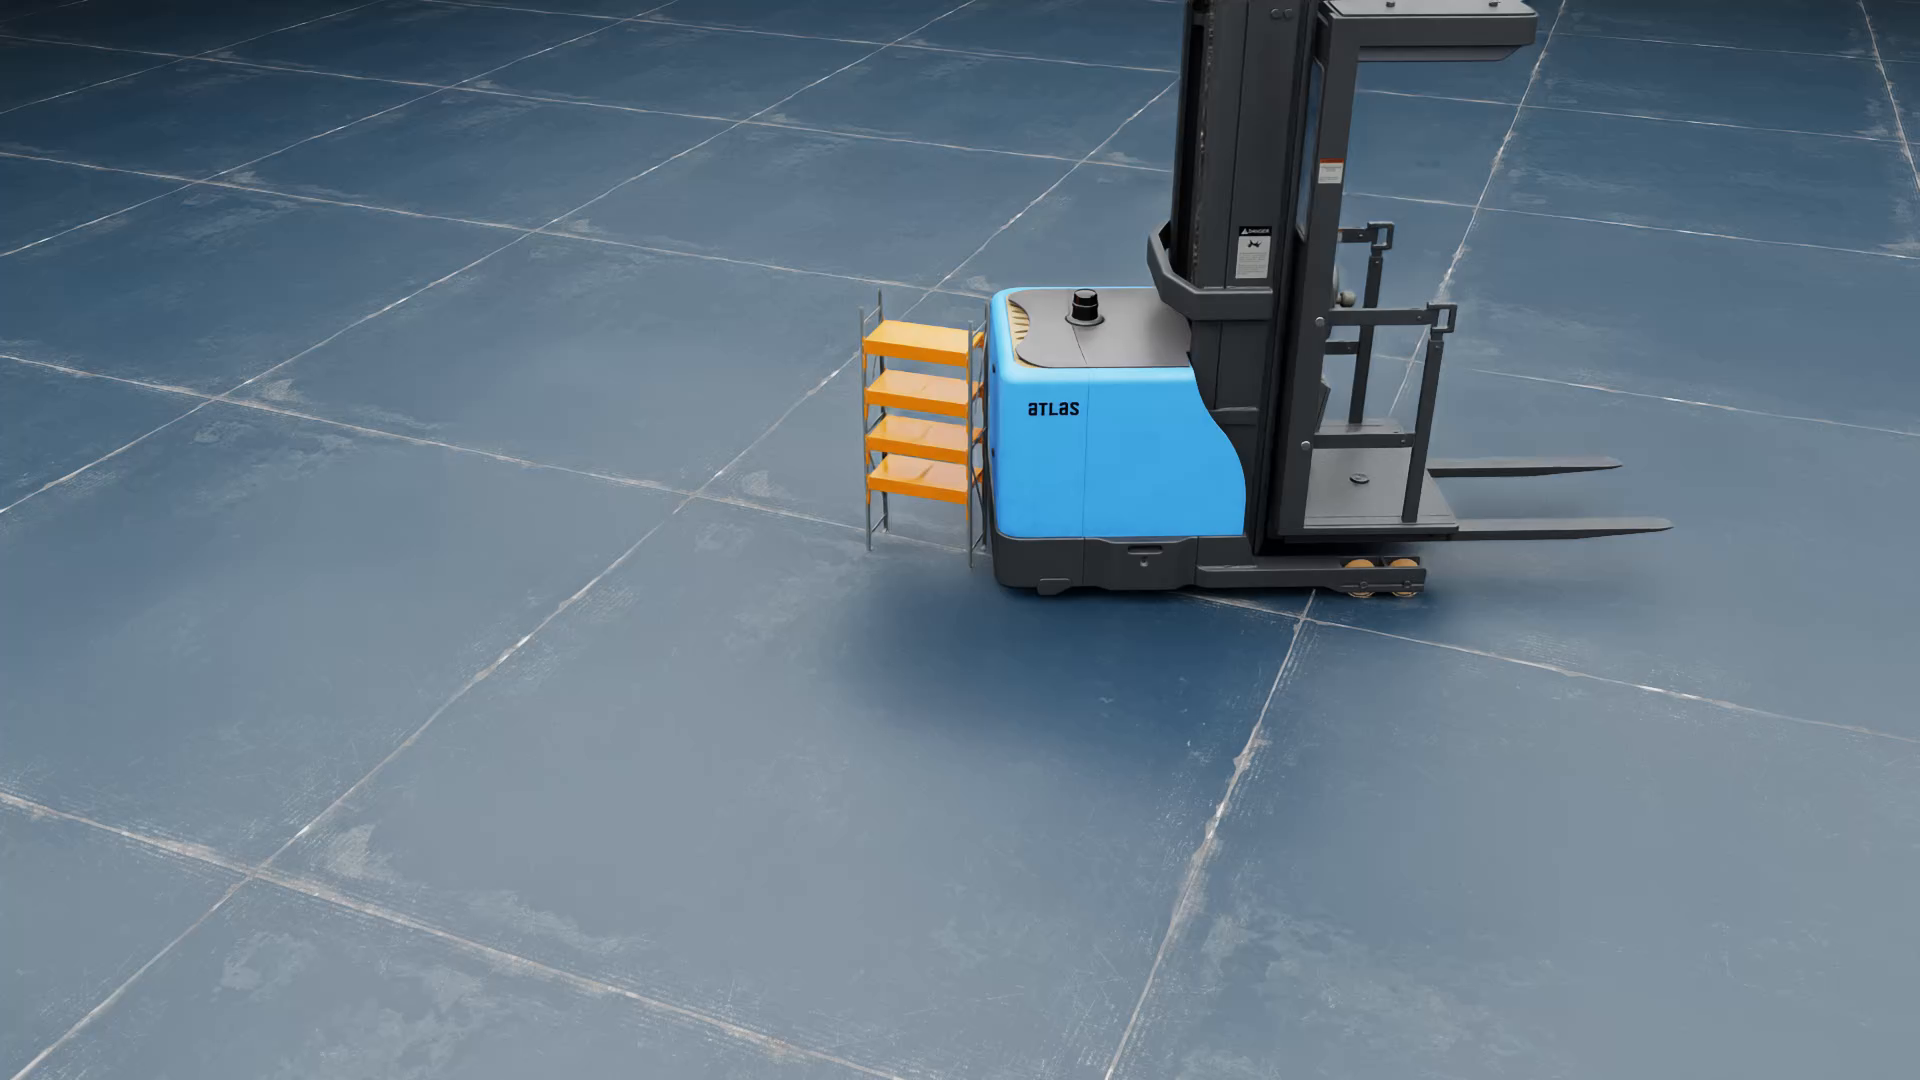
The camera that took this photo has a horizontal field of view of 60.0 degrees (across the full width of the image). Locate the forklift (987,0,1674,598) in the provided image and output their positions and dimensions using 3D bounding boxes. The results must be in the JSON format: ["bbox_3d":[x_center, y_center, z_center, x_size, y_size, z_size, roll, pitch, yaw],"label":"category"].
[{"bbox_3d":[1.656,-1.283,7.042,3.031,2.935,1.130,-1,29,-1],"label":"forklift"}]

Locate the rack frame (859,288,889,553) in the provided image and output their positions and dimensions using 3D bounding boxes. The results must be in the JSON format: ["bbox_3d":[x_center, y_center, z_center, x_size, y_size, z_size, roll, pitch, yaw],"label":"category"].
[{"bbox_3d":[-0.383,-0.518,7.447,0.015,1.200,0.240,9,31,16],"label":"rack frame"}]

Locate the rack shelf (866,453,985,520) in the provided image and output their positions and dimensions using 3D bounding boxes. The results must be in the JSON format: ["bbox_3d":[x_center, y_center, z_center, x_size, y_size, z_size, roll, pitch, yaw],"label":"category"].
[{"bbox_3d":[-0.152,-0.248,7.509,0.480,0.148,0.258,9,31,16],"label":"rack shelf"}]

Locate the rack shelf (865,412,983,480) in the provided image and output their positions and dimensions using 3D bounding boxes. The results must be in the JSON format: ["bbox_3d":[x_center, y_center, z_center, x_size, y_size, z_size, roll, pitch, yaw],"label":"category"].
[{"bbox_3d":[-0.152,-0.421,7.412,0.480,0.148,0.258,9,31,16],"label":"rack shelf"}]

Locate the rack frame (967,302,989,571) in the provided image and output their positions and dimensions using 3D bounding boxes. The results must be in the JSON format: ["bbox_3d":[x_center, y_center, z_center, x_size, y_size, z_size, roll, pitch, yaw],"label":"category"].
[{"bbox_3d":[0.079,-0.441,7.310,0.015,1.200,0.240,9,31,16],"label":"rack frame"}]

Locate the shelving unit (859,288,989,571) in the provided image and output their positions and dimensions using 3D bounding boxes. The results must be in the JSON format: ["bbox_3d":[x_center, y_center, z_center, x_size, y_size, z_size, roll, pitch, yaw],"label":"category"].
[{"bbox_3d":[-0.152,-0.479,7.379,0.503,1.200,0.258,9,31,16],"label":"shelving unit"}]

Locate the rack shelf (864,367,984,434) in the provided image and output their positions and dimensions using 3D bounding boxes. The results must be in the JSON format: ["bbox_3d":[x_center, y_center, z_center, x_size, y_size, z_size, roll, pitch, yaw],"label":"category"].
[{"bbox_3d":[-0.152,-0.616,7.302,0.480,0.148,0.258,9,31,16],"label":"rack shelf"}]

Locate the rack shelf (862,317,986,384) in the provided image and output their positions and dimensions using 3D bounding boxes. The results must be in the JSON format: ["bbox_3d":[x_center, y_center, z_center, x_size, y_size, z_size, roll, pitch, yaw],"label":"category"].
[{"bbox_3d":[-0.152,-0.821,7.185,0.480,0.148,0.258,9,31,16],"label":"rack shelf"}]
